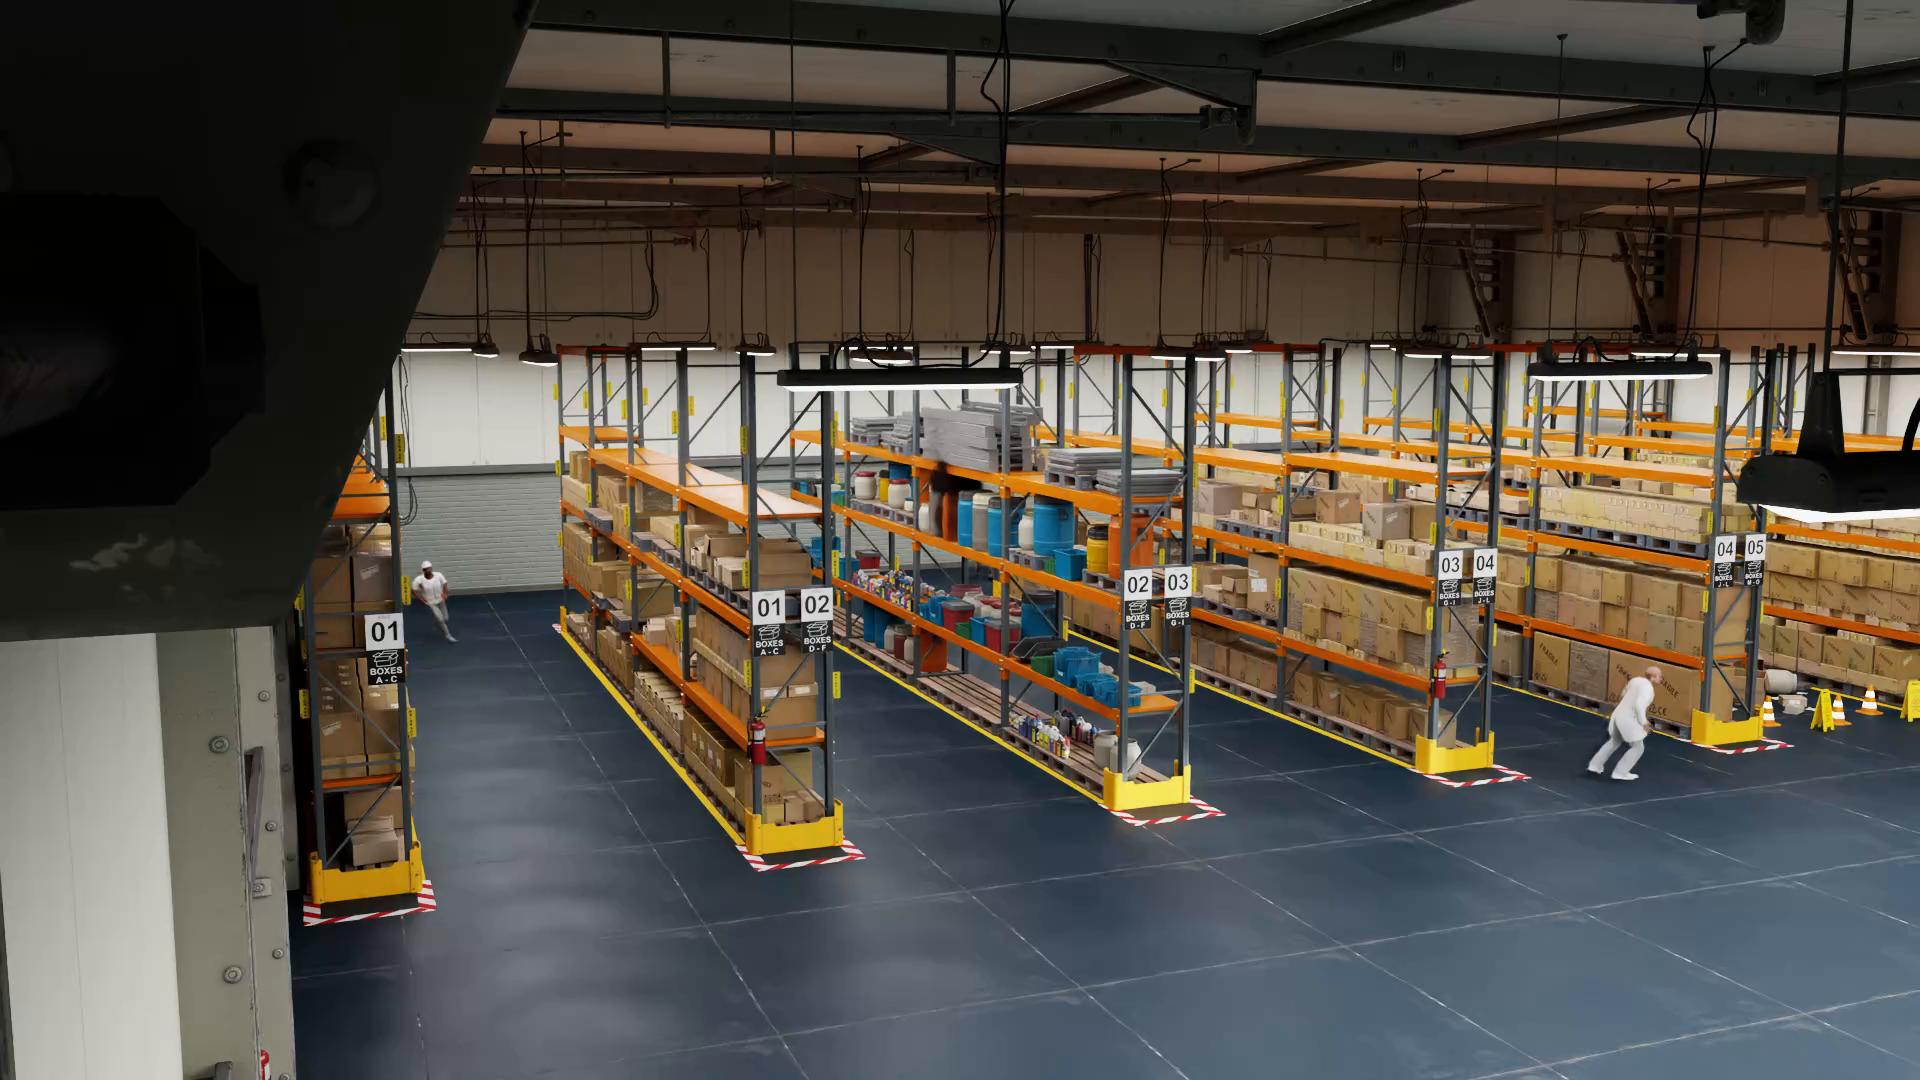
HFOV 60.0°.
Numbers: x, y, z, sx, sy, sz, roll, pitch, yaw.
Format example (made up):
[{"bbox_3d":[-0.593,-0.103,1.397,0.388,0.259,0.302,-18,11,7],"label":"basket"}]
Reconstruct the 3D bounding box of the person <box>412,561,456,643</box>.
[{"bbox_3d":[-10.690,1.236,33.616,0.731,1.676,0.779,-6,9,-40],"label":"person"}]

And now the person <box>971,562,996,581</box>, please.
[{"bbox_3d":[0.680,0.190,41.996,0.704,1.656,0.823,-4,8,-26],"label":"person"}]

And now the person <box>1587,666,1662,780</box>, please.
[{"bbox_3d":[9.350,2.563,23.376,0.870,1.640,0.751,0,7,-1],"label":"person"}]
